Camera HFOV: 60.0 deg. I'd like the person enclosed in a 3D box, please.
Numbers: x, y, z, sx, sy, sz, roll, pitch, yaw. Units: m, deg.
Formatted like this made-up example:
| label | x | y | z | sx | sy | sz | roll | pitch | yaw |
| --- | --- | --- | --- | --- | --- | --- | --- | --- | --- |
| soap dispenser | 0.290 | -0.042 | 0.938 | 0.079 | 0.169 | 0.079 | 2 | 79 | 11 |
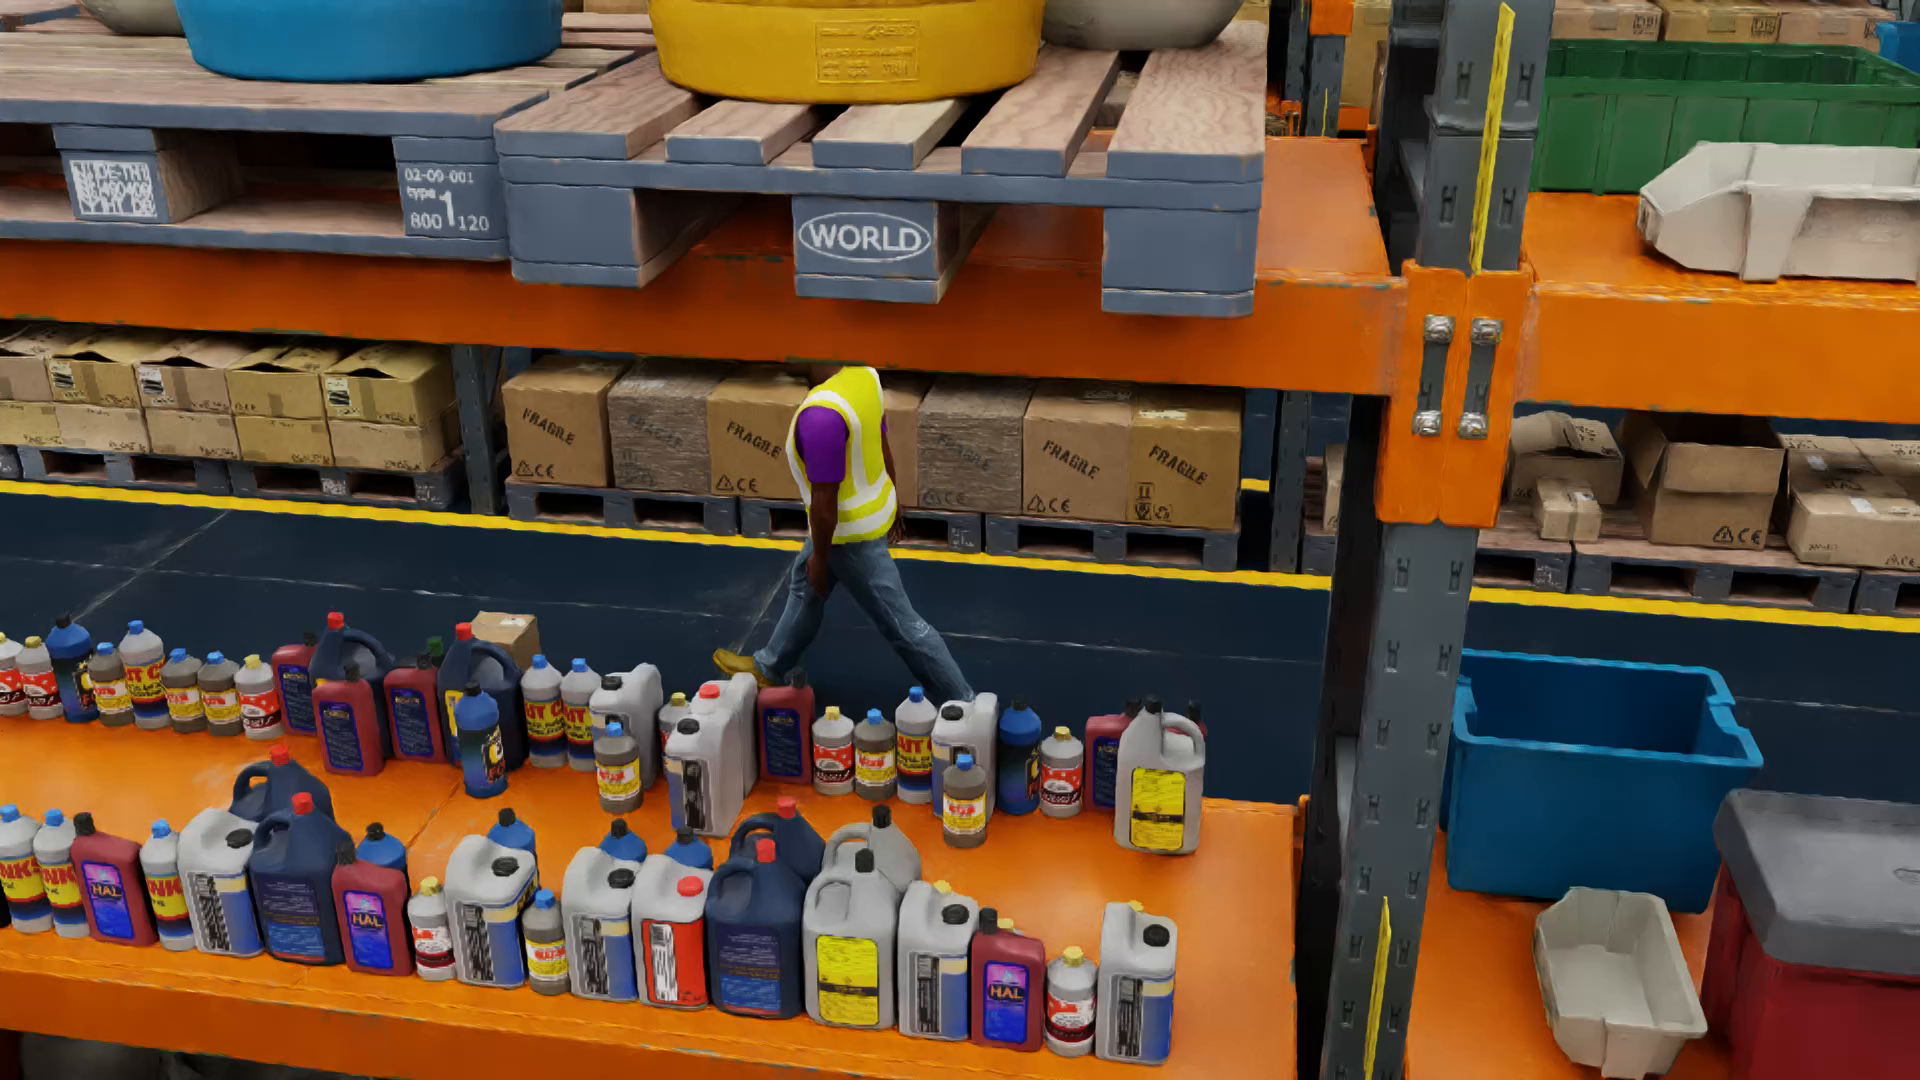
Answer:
| label | x | y | z | sx | sy | sz | roll | pitch | yaw |
| --- | --- | --- | --- | --- | --- | --- | --- | --- | --- |
| person | -0.481 | -0.063 | 6.287 | 1.124 | 1.652 | 0.580 | 3 | 25 | 7 |
